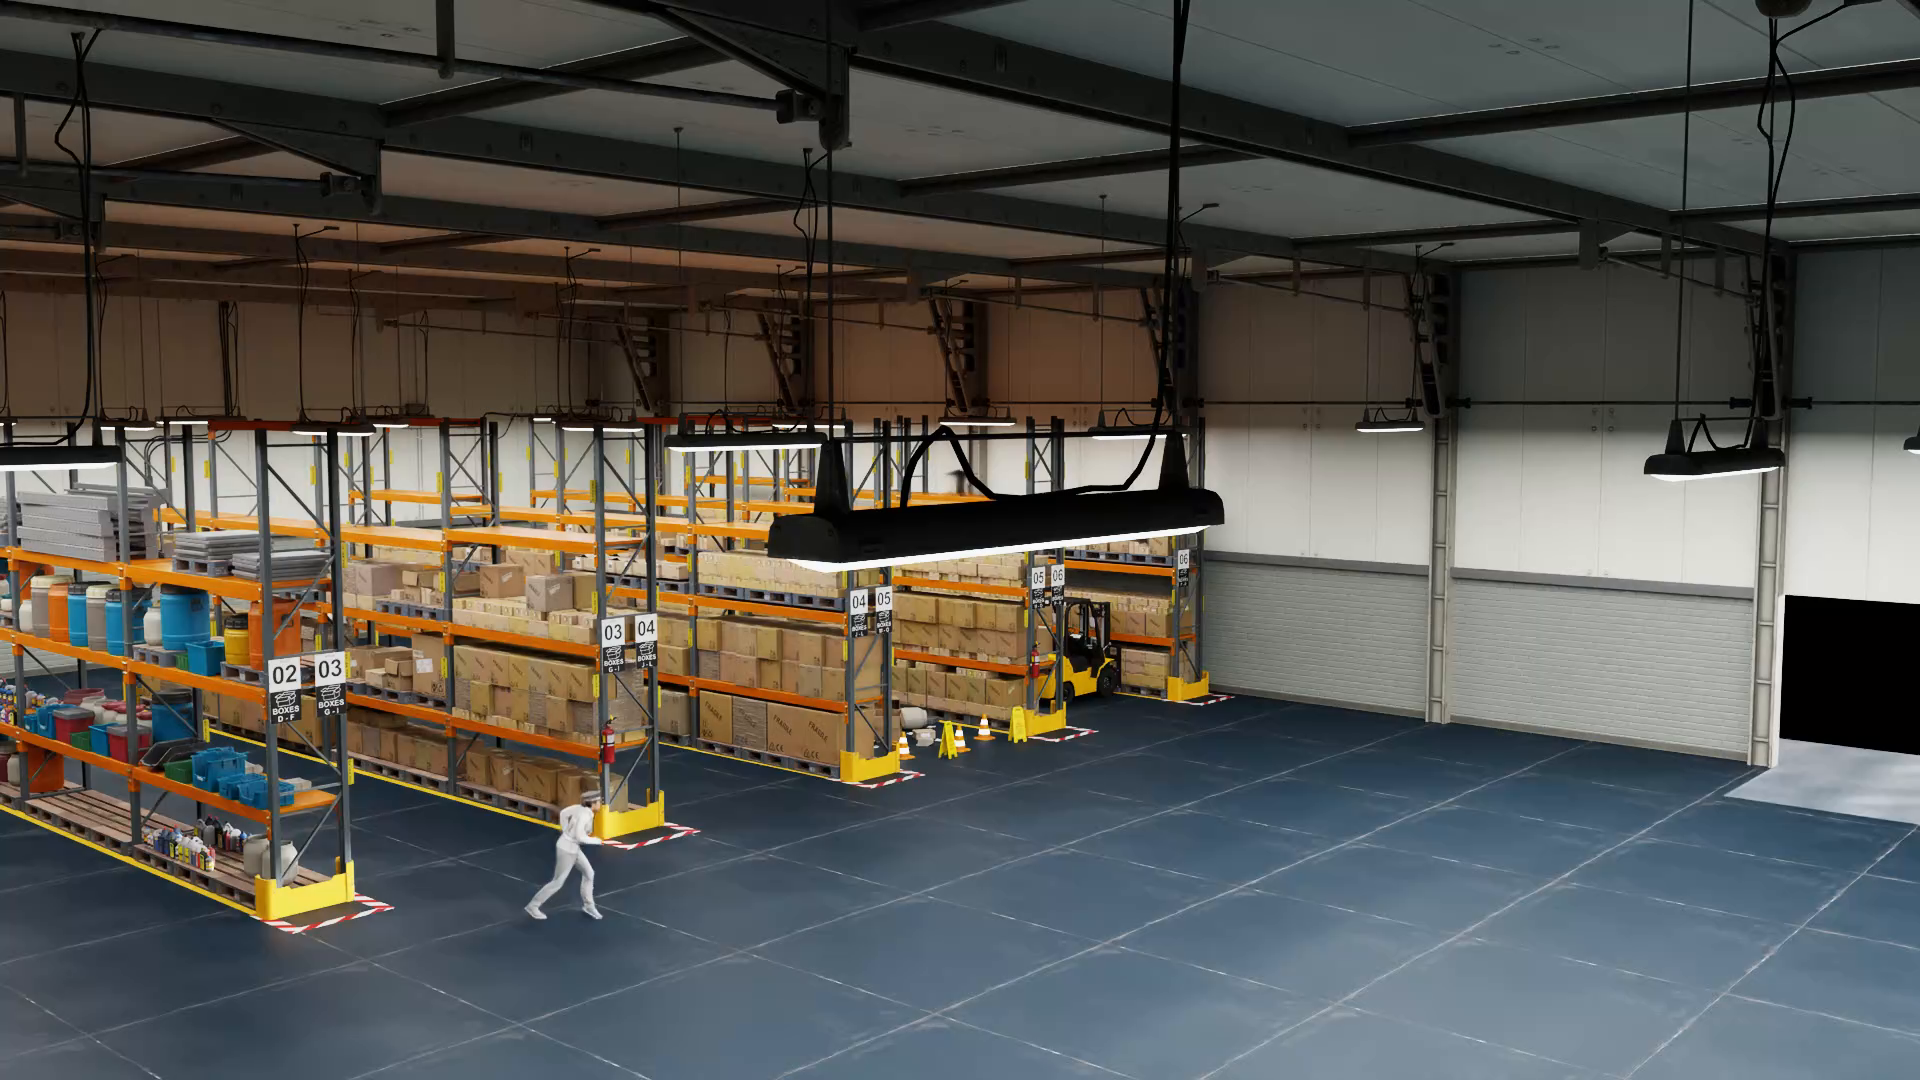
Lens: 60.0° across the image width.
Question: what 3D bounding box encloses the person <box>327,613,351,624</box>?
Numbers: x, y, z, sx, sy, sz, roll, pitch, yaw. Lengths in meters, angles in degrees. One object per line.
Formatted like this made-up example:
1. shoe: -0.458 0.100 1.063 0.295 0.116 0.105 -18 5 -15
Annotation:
1. person: -14.926 2.182 39.737 0.703 1.713 0.757 -1 5 -10

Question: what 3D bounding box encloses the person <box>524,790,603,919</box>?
1. person: -4.831 3.880 20.276 0.965 1.623 0.658 -2 5 -22
